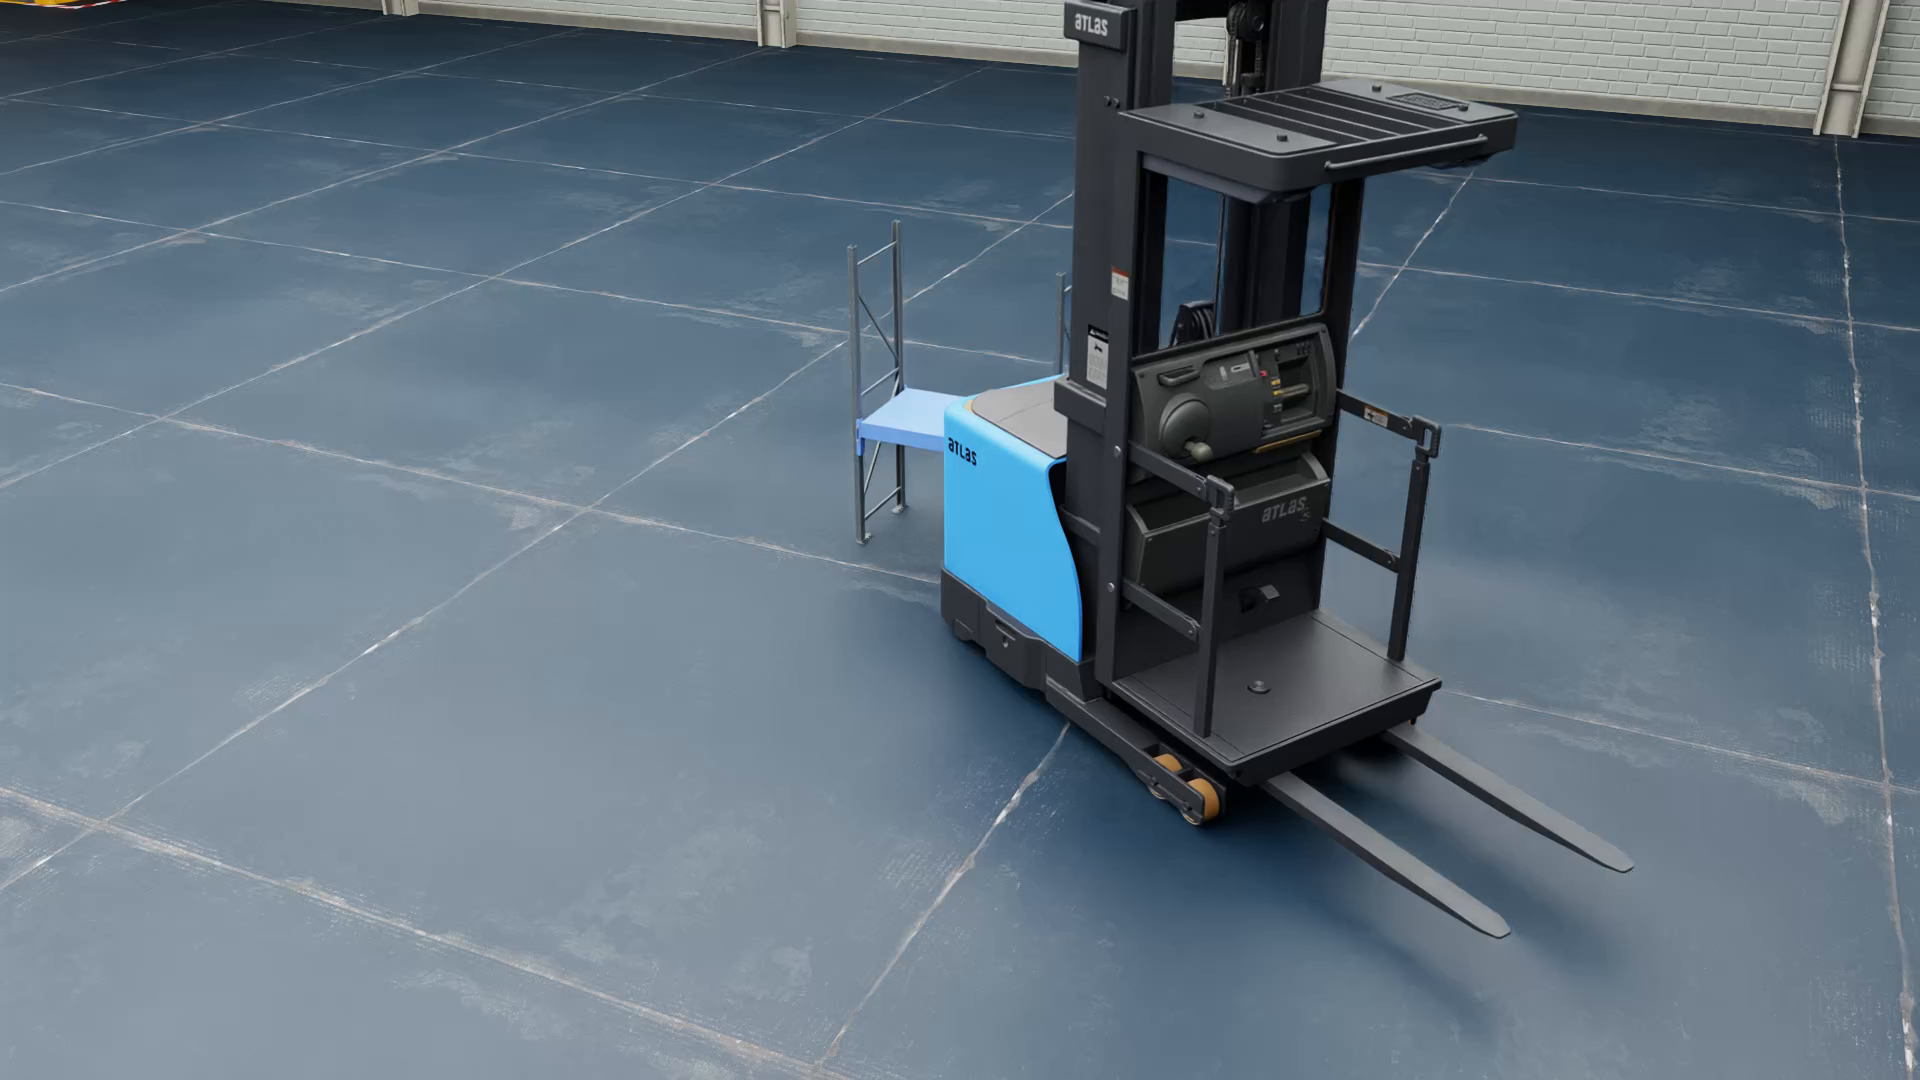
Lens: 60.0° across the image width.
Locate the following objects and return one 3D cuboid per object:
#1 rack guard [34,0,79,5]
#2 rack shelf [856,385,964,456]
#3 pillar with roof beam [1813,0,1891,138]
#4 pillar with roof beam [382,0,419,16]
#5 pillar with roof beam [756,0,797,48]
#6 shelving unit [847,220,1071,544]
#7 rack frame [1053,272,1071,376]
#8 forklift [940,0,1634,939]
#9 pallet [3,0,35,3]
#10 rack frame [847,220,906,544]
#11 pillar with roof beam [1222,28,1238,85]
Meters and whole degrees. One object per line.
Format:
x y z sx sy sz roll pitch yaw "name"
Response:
-12.928 -8.135 24.207 0.348 0.500 1.175 11 28 22 "rack guard"
0.066 -0.503 7.982 1.000 0.185 0.538 11 28 22 "rack shelf"
6.855 -6.323 10.905 0.400 9.000 9.100 11 28 22 "pillar with roof beam"
-9.530 -9.614 17.590 0.400 9.000 9.100 11 28 22 "pillar with roof beam"
-4.069 -8.517 15.361 0.400 9.000 9.100 11 28 22 "pillar with roof beam"
0.066 -0.665 7.902 1.048 1.500 0.538 11 28 22 "shelving unit"
0.529 -0.572 7.715 0.032 1.500 0.500 11 28 22 "rack frame"
1.141 -0.507 5.962 1.130 2.935 3.031 -16 30 -29 "forklift"
-13.663 -8.133 24.530 1.213 0.211 1.003 11 28 22 "pallet"
-0.398 -0.757 8.089 0.032 1.500 0.500 11 28 22 "rack frame"
1.393 -7.420 13.133 0.400 9.000 9.100 11 28 22 "pillar with roof beam"
